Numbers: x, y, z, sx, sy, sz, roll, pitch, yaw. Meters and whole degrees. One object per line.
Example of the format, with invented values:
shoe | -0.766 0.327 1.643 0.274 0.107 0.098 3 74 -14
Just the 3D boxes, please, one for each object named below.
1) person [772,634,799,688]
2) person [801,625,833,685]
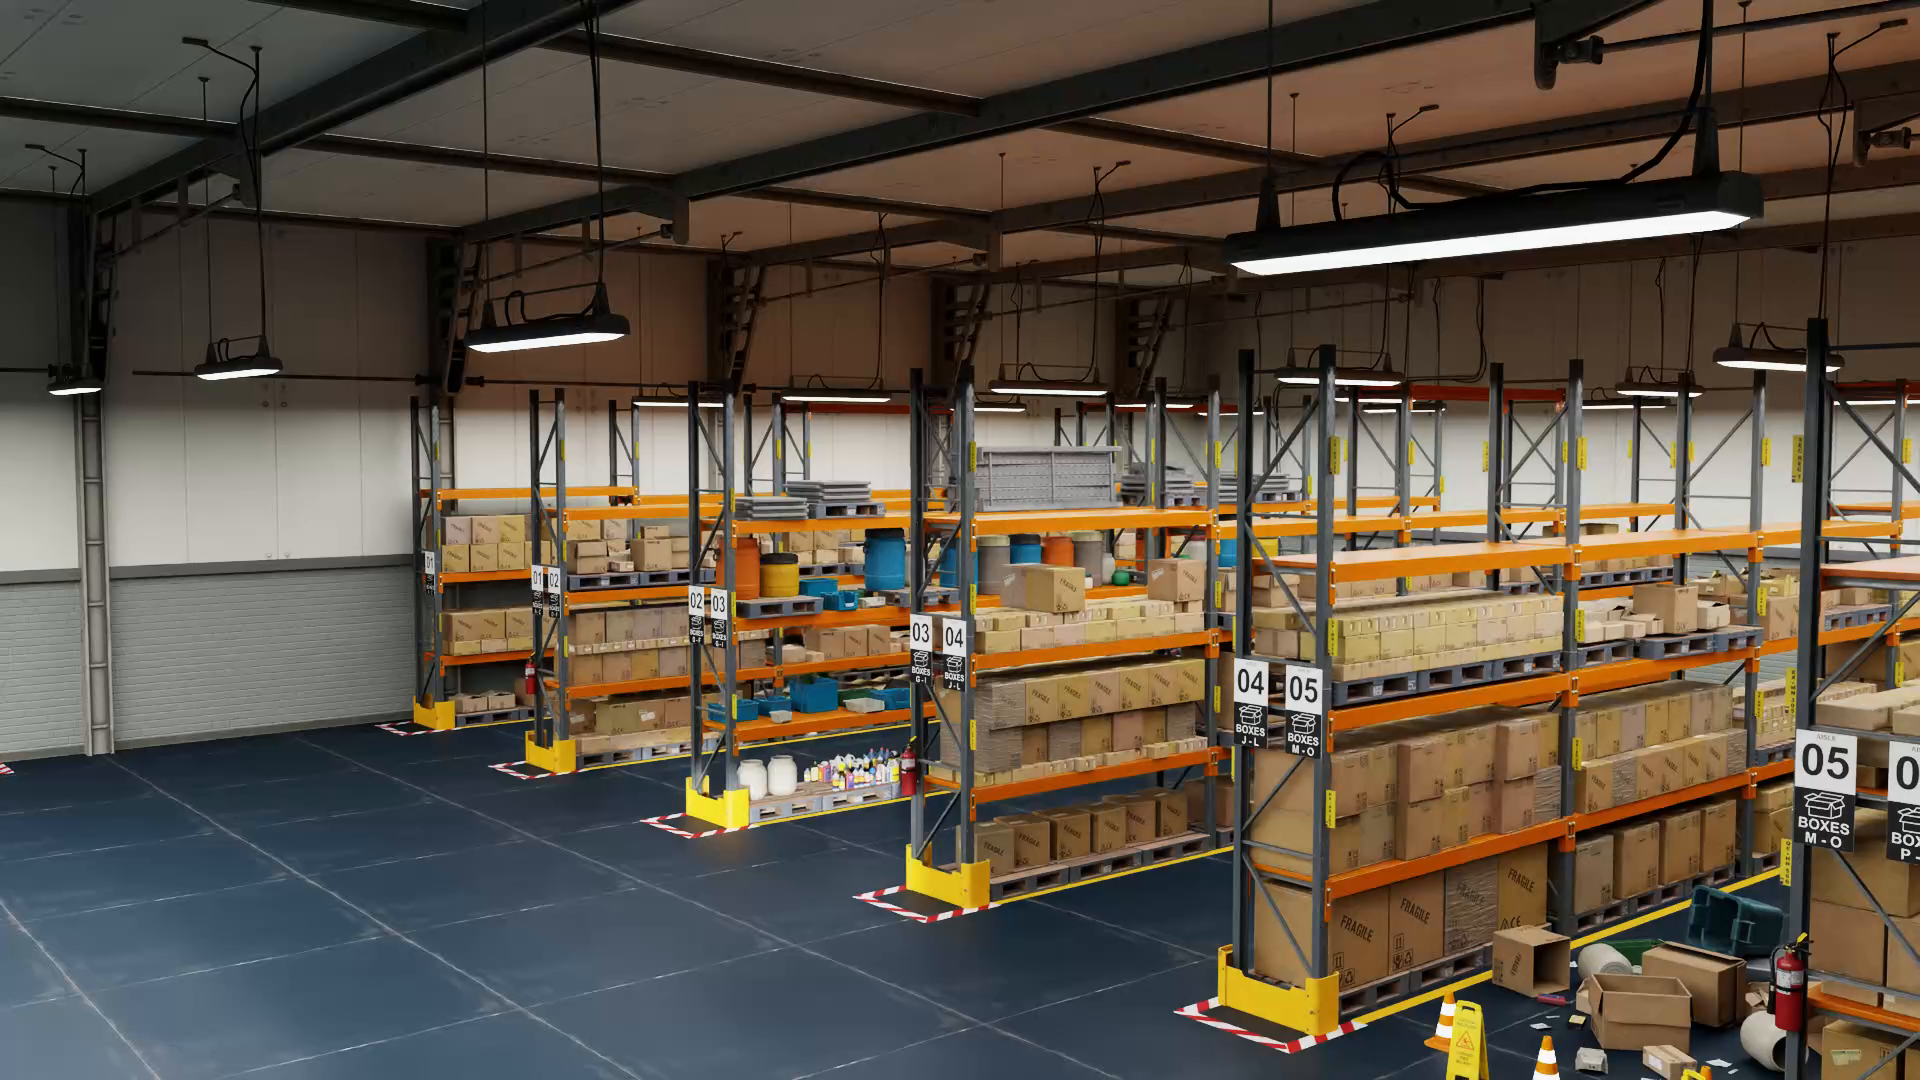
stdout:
person | -3.272 2.547 31.250 0.599 1.636 0.751 1 3 10
person | -2.806 2.387 32.954 0.703 1.738 1.025 3 4 38
